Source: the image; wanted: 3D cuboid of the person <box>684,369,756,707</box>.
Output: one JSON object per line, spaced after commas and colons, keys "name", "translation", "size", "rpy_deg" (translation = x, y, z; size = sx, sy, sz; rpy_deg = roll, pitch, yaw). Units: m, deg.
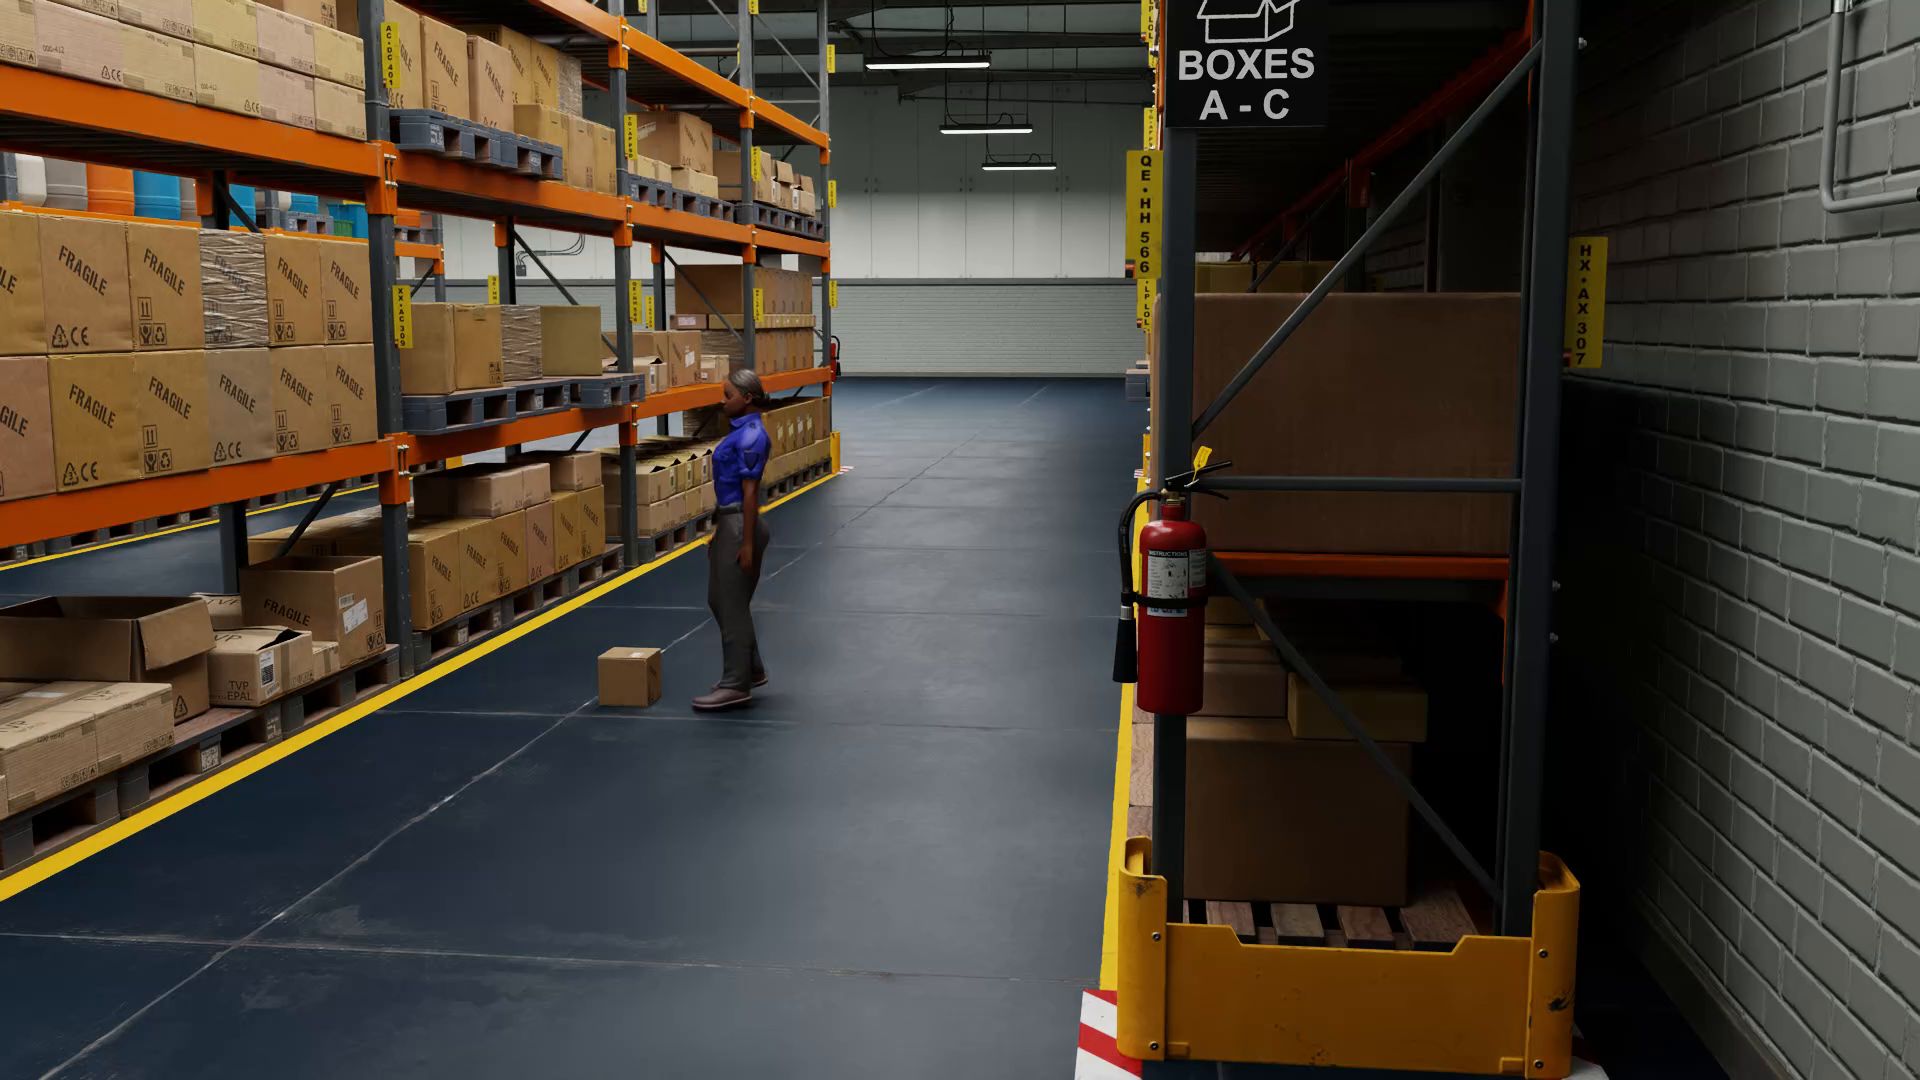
{"name": "person", "translation": [-1.185, -0.017, 8.268], "size": [0.362, 1.660, 0.452], "rpy_deg": [0, 8, 1]}
